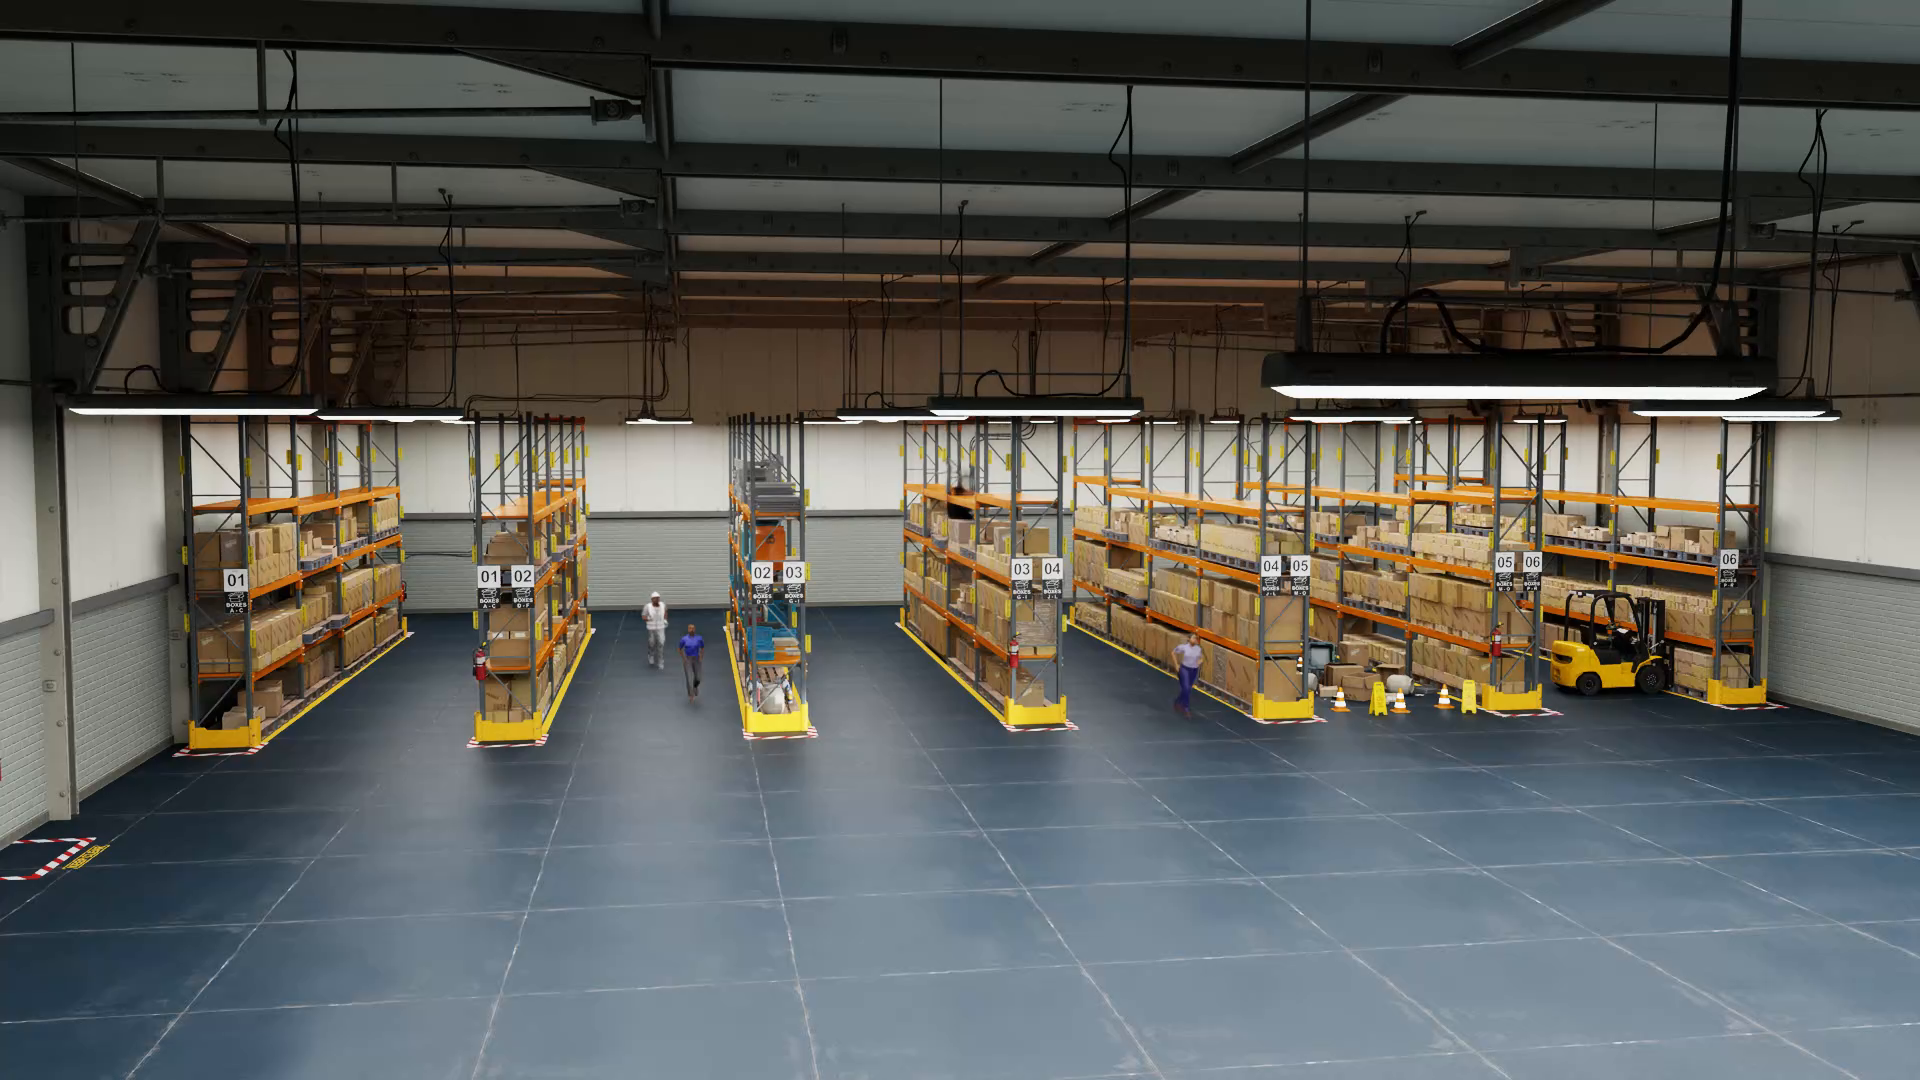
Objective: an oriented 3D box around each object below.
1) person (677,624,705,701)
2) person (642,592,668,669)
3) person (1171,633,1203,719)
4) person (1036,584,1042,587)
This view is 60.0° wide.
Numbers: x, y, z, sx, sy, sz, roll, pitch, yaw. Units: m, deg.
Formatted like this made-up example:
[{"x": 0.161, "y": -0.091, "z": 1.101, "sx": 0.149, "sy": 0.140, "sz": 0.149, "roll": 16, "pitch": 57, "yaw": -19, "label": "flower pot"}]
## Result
[{"x": -5.619, "y": 2.552, "z": 34.816, "sx": 0.573, "sy": 1.603, "sz": 0.563, "roll": -1, "pitch": 4, "yaw": -14, "label": "person"}, {"x": -7.251, "y": 2.125, "z": 39.560, "sx": 0.634, "sy": 1.800, "sz": 0.940, "roll": -1, "pitch": 4, "yaw": -18, "label": "person"}, {"x": 4.546, "y": 2.676, "z": 33.099, "sx": 0.620, "sy": 1.680, "sz": 0.864, "roll": -2, "pitch": 4, "yaw": -25, "label": "person"}, {"x": 2.189, "y": 1.571, "z": 48.682, "sx": 0.750, "sy": 1.711, "sz": 0.585, "roll": 2, "pitch": 4, "yaw": 29, "label": "person"}]
